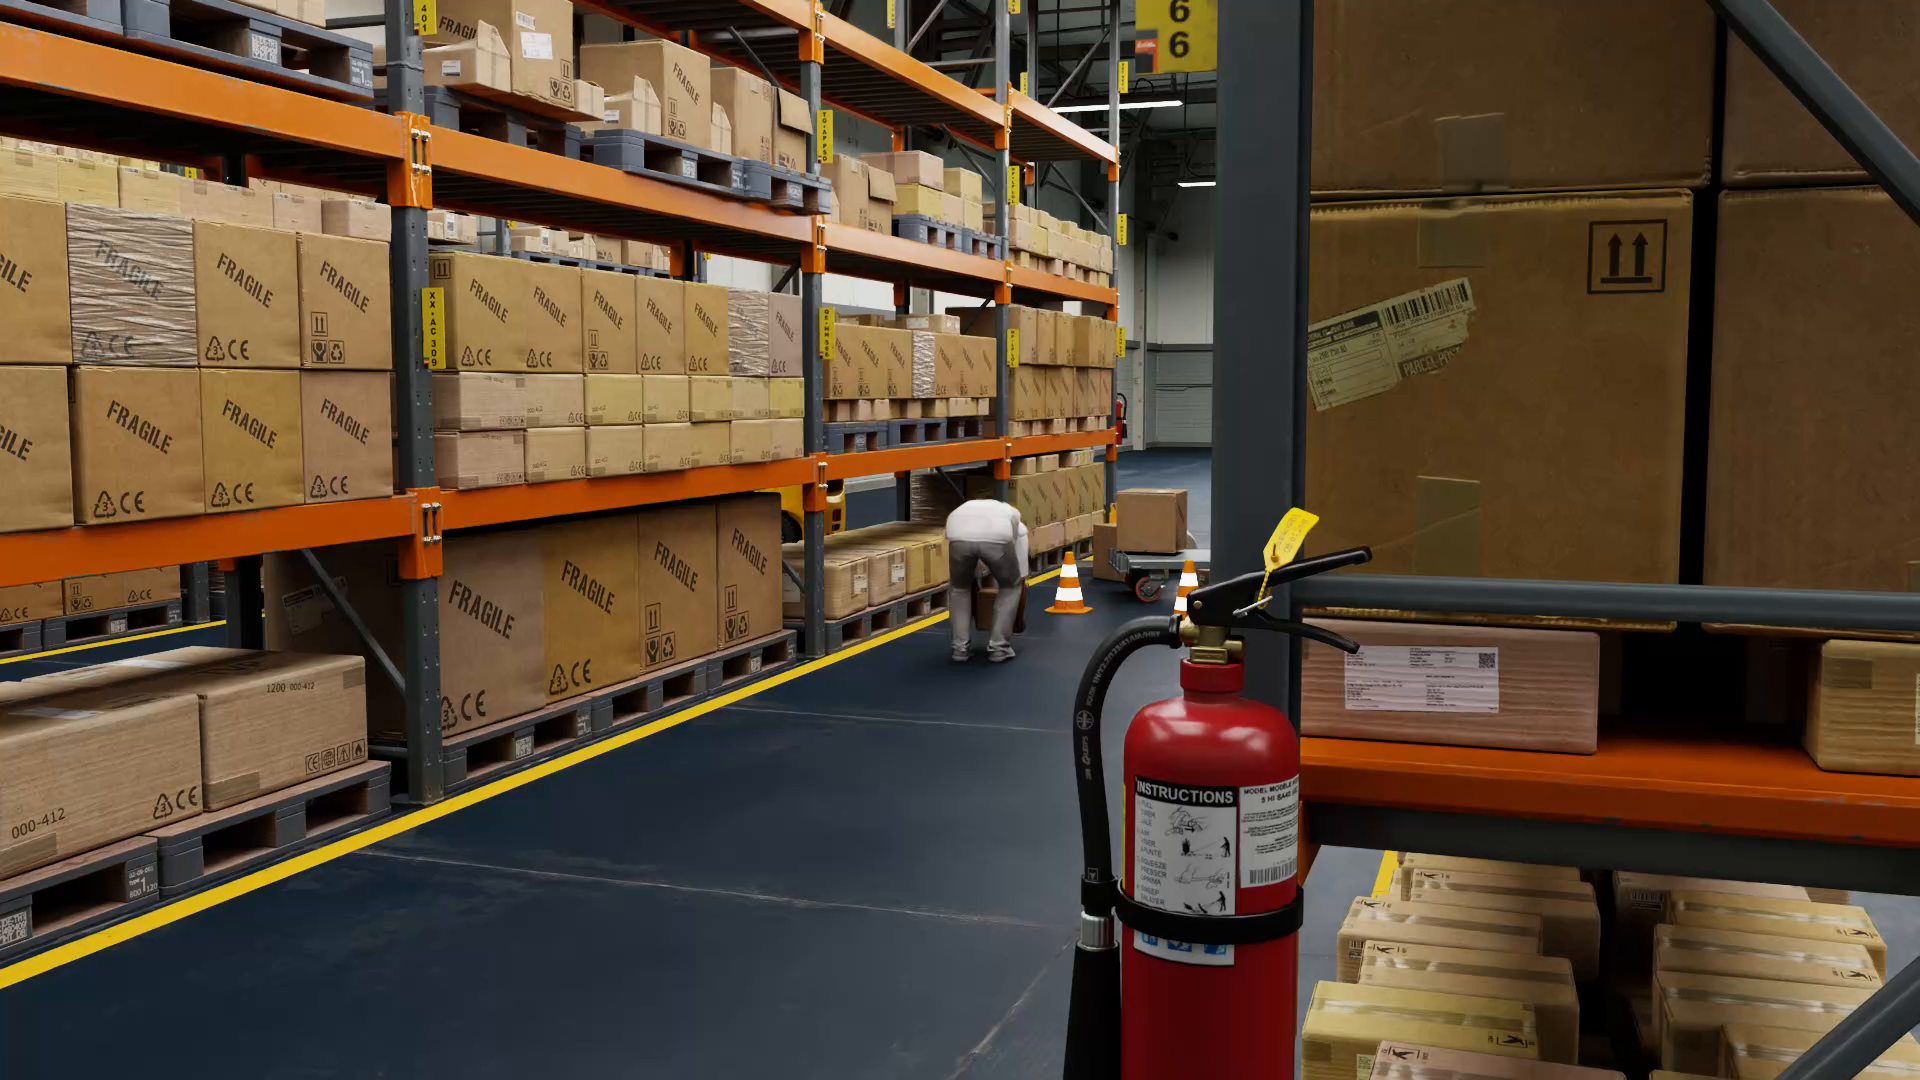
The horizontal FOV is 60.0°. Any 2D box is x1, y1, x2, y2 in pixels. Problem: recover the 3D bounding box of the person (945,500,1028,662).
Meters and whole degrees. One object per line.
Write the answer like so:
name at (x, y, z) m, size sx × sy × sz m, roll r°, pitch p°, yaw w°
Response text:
person at (0.185, 0.237, 10.809) m, size 0.486 × 1.031 × 0.979 m, roll 1°, pitch 5°, yaw 13°
